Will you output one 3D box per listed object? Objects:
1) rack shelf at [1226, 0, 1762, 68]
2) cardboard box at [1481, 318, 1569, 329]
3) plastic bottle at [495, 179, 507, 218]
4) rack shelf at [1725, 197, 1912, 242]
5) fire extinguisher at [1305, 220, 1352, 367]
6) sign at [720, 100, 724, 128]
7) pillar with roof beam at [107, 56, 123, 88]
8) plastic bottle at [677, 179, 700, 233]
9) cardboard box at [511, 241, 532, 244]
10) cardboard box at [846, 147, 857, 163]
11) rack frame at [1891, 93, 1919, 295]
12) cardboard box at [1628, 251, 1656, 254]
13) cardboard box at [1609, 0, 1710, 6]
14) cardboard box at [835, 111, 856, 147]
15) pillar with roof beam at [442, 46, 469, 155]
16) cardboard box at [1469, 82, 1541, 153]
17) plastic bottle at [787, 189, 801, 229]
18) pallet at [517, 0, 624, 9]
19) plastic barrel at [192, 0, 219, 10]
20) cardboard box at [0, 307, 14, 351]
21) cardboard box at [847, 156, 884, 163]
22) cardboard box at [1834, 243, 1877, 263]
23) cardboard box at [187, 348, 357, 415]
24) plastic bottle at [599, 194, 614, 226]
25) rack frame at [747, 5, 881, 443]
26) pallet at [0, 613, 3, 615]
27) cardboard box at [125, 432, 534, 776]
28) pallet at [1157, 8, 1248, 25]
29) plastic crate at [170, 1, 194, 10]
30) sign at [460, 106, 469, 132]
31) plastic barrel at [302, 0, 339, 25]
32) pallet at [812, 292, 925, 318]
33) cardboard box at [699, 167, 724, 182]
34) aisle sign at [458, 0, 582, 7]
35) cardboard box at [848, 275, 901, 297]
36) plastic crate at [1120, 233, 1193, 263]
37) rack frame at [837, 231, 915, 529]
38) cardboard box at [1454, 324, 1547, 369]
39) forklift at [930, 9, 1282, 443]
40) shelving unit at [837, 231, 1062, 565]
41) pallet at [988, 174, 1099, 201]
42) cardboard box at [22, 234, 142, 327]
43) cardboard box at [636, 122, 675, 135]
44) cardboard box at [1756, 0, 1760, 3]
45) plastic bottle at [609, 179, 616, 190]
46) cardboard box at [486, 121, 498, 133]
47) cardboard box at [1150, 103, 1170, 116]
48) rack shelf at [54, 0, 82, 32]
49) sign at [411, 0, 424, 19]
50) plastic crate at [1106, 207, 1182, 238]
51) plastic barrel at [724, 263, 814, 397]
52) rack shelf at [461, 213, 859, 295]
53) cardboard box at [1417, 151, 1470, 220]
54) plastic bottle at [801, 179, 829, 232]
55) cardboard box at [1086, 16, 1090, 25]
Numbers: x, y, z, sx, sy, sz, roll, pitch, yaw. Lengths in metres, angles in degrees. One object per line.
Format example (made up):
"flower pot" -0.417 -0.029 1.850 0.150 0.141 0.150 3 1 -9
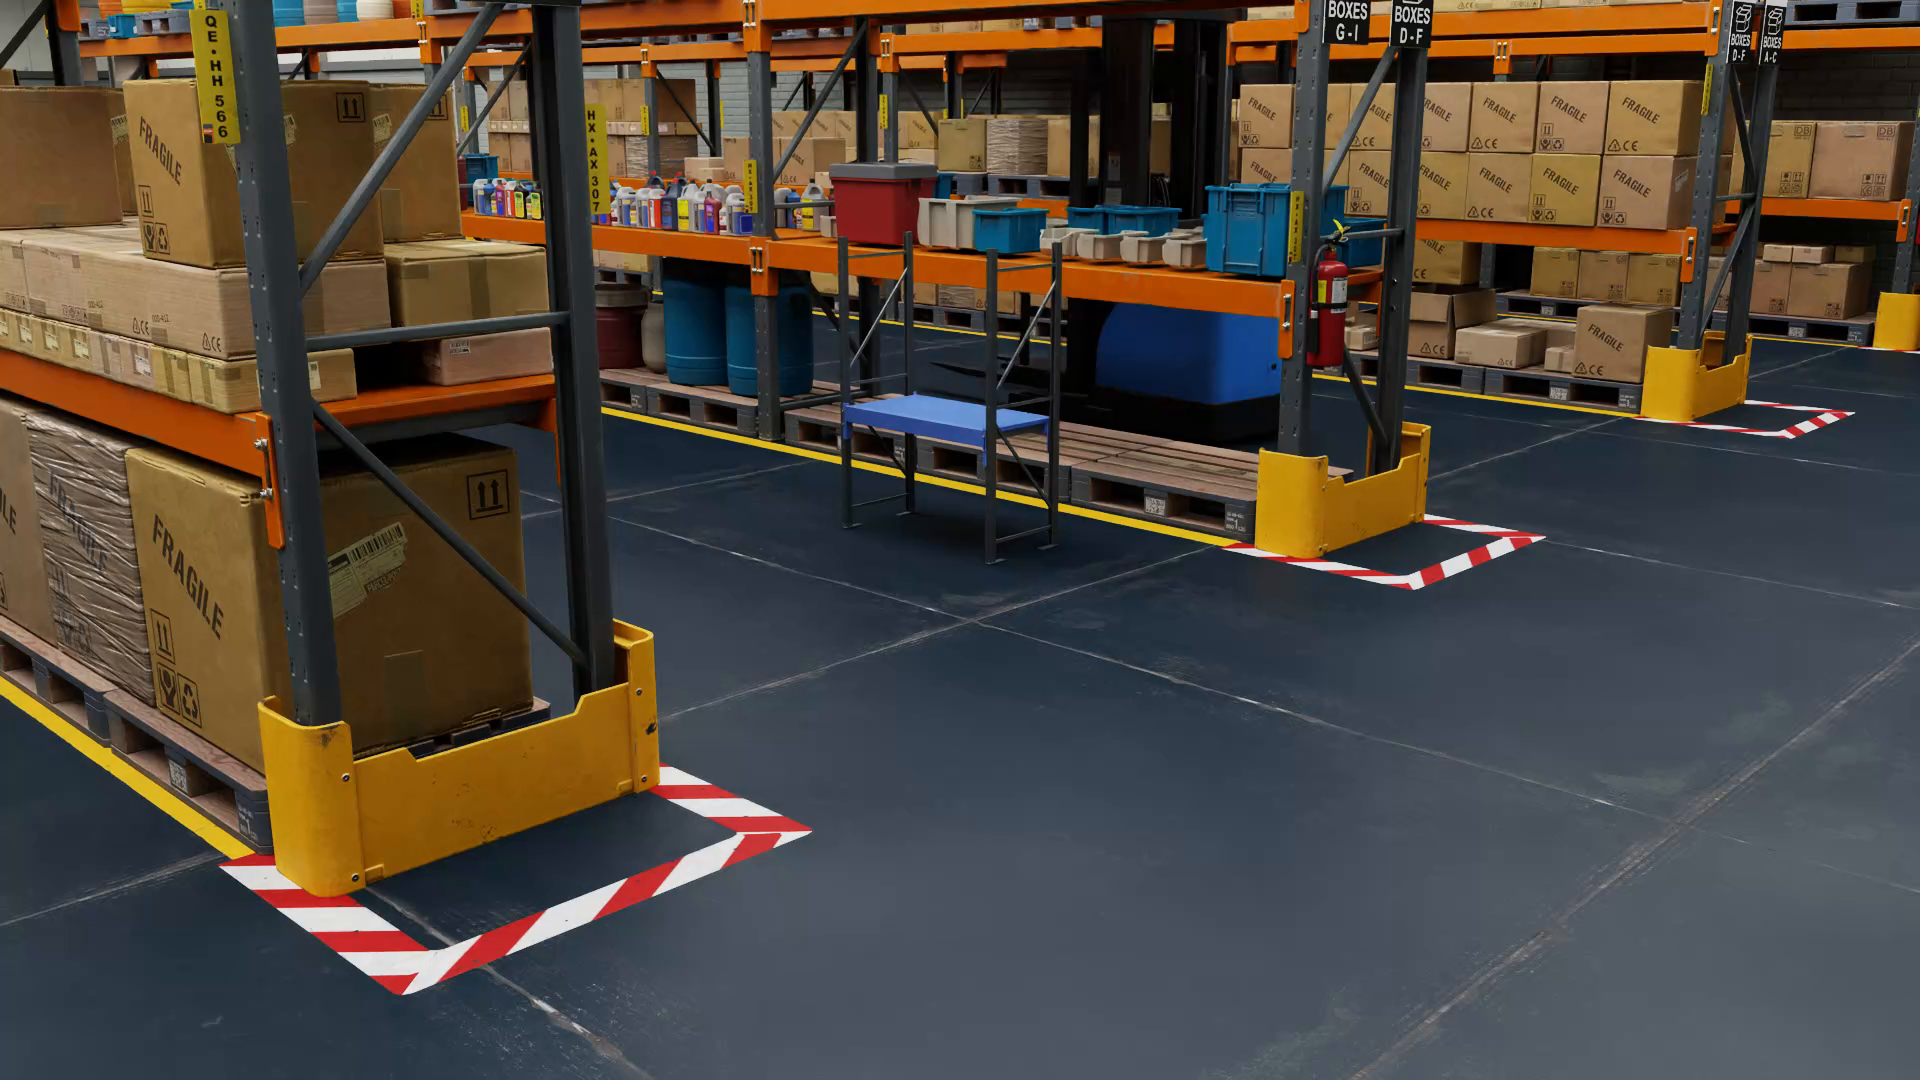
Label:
"rack shelf" 3.945 -3.842 12.706 4.000 0.370 1.077 14 20 42
"cardboard box" 4.470 -1.593 13.176 0.500 0.250 0.500 14 20 42
"plastic bottle" -3.523 -2.634 12.822 0.133 0.283 0.061 14 20 42
"rack shelf" 7.381 -3.290 16.538 4.000 0.370 1.077 14 20 42
"fire extinguisher" 1.737 -1.163 7.841 0.183 0.674 0.296 14 20 42
"sign" -2.884 -5.111 19.959 0.005 0.325 0.100 14 20 42
"pillar with roof beam" -26.178 -13.495 42.378 0.400 9.000 9.100 14 20 42
"plastic bottle" -1.825 -2.268 11.285 0.185 0.351 0.144 14 20 42
"cardboard box" -5.539 -3.840 21.843 0.500 0.250 0.500 14 20 42
"cardboard box" -1.458 -5.615 24.292 0.500 0.250 0.500 14 20 43
"rack frame" 8.820 -3.288 15.104 0.127 3.000 1.000 14 20 42
"cardboard box" 6.904 -2.962 16.690 0.250 0.149 0.380 13 19 41
"cardboard box" 4.832 -3.810 11.453 0.500 0.250 0.500 14 20 42
"cardboard box" -1.466 -5.982 24.214 0.500 0.500 0.500 -14 20 -42
"pillar with roof beam" -13.220 -10.345 30.288 0.400 9.000 9.100 14 20 42
"cardboard box" 4.133 -3.127 12.303 0.500 0.500 0.500 -14 20 -43
"plastic bottle" -1.165 -2.327 11.669 0.097 0.271 0.097 0 15 0
"pallet" -2.386 -3.868 11.753 1.213 0.211 1.003 14 20 42
"plastic barrel" -7.337 -5.681 16.511 0.708 0.901 0.600 14 20 42
"cardboard box" -3.268 -0.785 5.994 0.250 0.149 0.380 13 19 41
"cardboard box" -0.884 -3.937 17.771 0.500 0.311 0.500 13 20 42
"cardboard box" 8.476 -2.715 15.740 0.250 0.149 0.380 14 20 43
"cardboard box" -1.979 -0.472 4.794 0.380 0.149 0.250 -14 20 -43
"plastic bottle" -2.532 -2.393 11.897 0.133 0.283 0.061 14 20 42
"rack frame" -0.936 -2.190 10.889 0.127 3.000 1.000 14 20 42
"pallet" -3.880 0.205 7.225 1.213 0.211 1.003 14 20 42
"cardboard box" -2.010 0.136 5.341 0.875 0.875 0.875 14 20 42
"pallet" 2.084 -4.576 14.470 1.003 0.211 1.213 14 20 42
"plastic crate" -7.992 -5.455 17.502 0.575 0.384 0.392 14 20 42
"sign" -6.523 -5.546 21.896 0.005 0.325 0.100 14 20 42
"plastic barrel" -5.707 -5.120 15.191 0.600 0.901 0.600 0 15 0
"pallet" -0.940 -2.591 17.956 1.213 0.211 1.003 14 20 42
"cardboard box" -2.758 -4.175 19.005 0.250 0.149 0.380 14 20 42
"aisle sign" -1.234 -1.891 4.585 0.004 0.787 0.394 14 20 42
"cardboard box" -0.922 -2.709 17.501 0.500 0.250 0.500 -14 20 -43
"plastic crate" 1.032 -1.555 8.855 0.243 0.136 0.396 14 20 42
"rack frame" -0.427 -0.830 8.642 0.032 1.500 0.500 14 20 42
"cardboard box" 4.159 -1.493 12.794 0.500 0.250 0.500 14 20 42
"forklift" 1.006 -2.337 11.586 1.130 2.935 3.031 -12 19 -39
"shelving unit" -0.061 -0.741 8.300 1.048 1.500 0.538 14 20 42
"pallet" 1.029 -3.356 15.745 1.213 0.211 1.003 14 20 42
"cardboard box" -2.758 -0.877 5.557 0.500 0.250 0.500 13 19 40
"cardboard box" -3.598 -4.860 19.650 0.250 0.149 0.380 14 20 42
"cardboard box" 7.355 -5.180 15.681 0.500 0.250 0.500 13 19 41
"plastic bottle" -2.609 -2.512 12.221 0.185 0.351 0.144 14 20 42
"cardboard box" -6.000 -5.443 21.889 0.250 0.149 0.380 13 20 42
"cardboard box" 2.550 -5.372 20.744 0.250 0.149 0.380 10 17 33
"rack shelf" -2.934 -2.045 5.808 4.000 0.370 1.077 14 20 42
"sign" -4.192 -4.190 12.823 0.005 0.325 0.100 14 20 42
"plastic crate" 1.047 -1.772 9.496 0.300 0.233 0.416 14 20 42
"plastic barrel" -1.316 -1.476 11.478 0.708 0.901 0.600 14 20 42
"rack shelf" -2.375 -2.192 12.323 4.000 0.370 1.077 14 20 42
"cardboard box" 3.779 -2.733 12.773 0.500 0.500 0.500 13 20 41
"plastic bottle" -0.993 -2.294 11.385 0.185 0.351 0.144 14 20 42
"cardboard box" 1.408 -6.766 21.469 0.500 0.500 0.500 13 19 40
